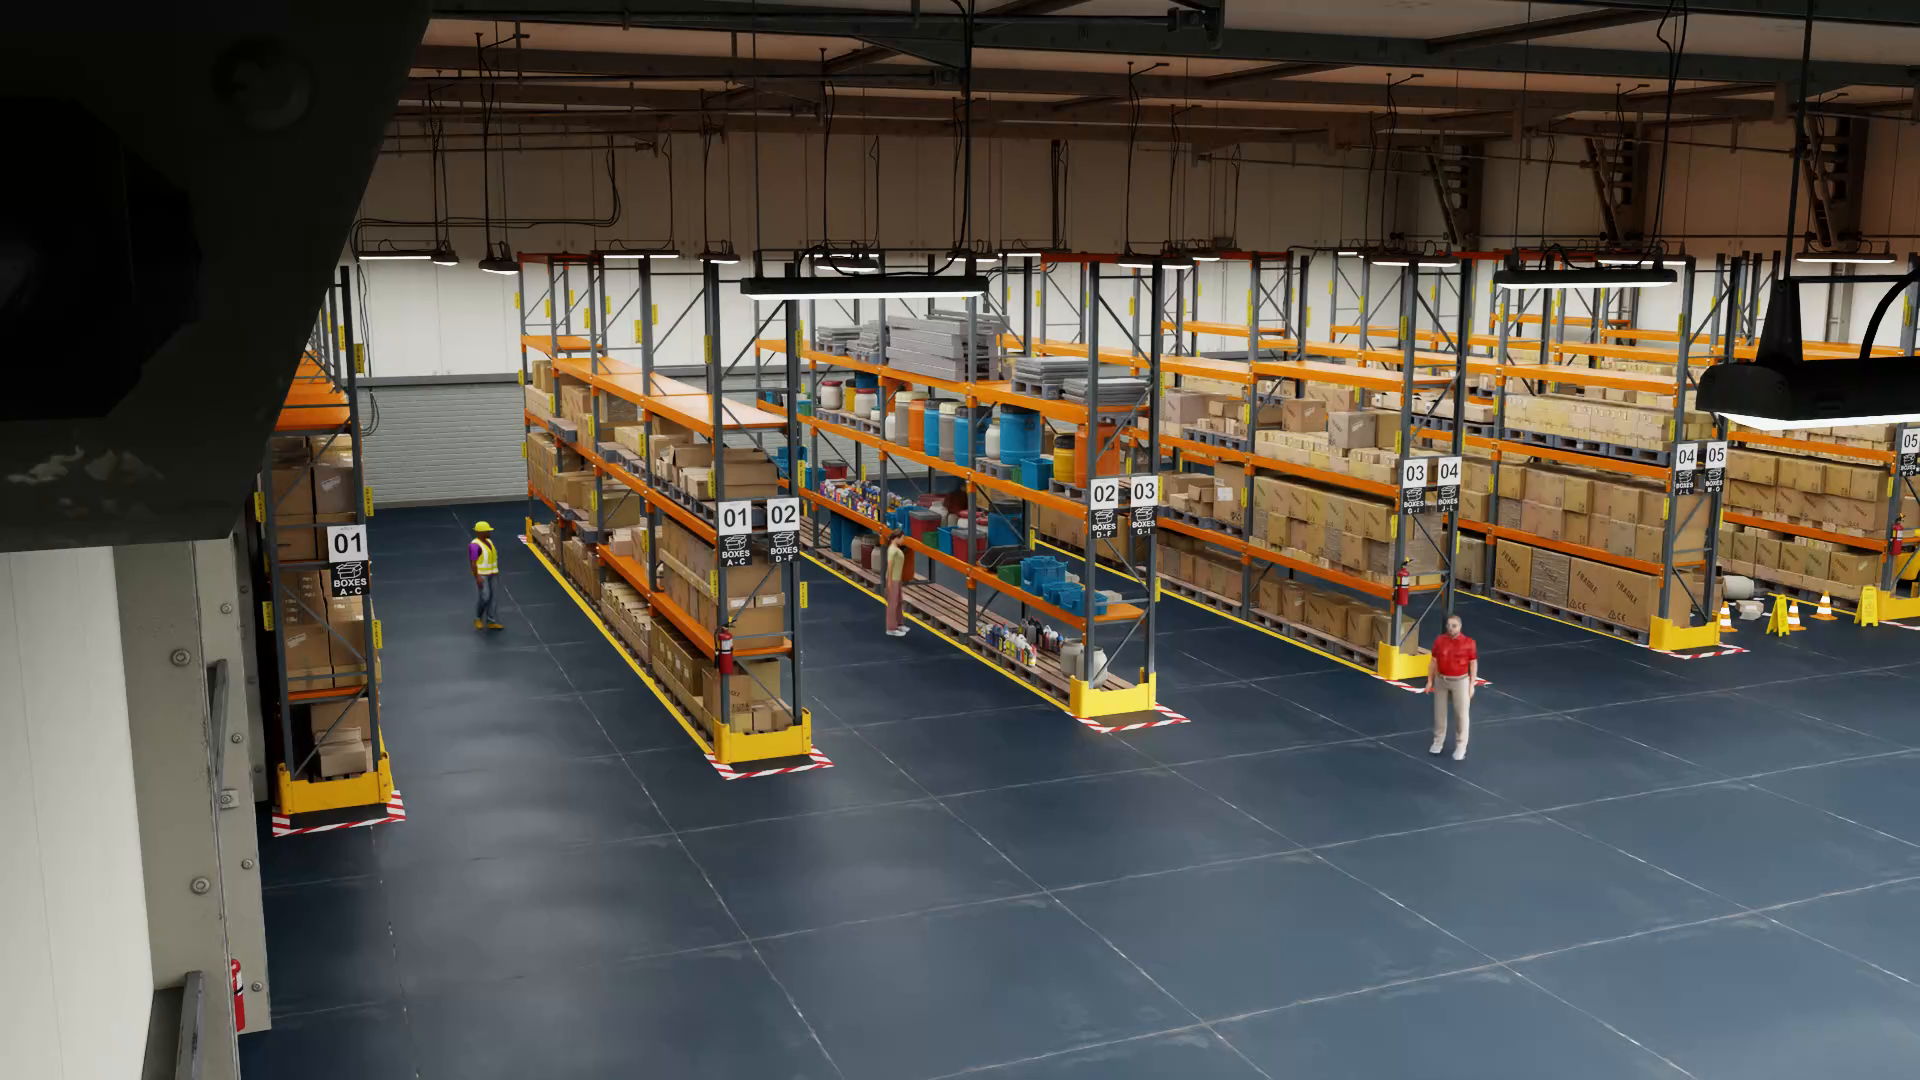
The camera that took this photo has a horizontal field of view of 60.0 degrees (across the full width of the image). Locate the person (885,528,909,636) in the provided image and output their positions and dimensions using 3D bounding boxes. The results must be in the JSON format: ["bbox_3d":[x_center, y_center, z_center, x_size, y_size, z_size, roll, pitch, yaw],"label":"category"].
[{"bbox_3d":[-1.005,0.648,26.297,0.380,1.676,0.527,1,10,6],"label":"person"}]

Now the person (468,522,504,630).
[{"bbox_3d":[-7.681,0.573,26.999,0.498,1.766,0.600,7,12,33],"label":"person"}]

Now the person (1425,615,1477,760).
[{"bbox_3d":[6.027,1.794,20.471,0.571,1.747,0.418,6,12,31],"label":"person"}]
